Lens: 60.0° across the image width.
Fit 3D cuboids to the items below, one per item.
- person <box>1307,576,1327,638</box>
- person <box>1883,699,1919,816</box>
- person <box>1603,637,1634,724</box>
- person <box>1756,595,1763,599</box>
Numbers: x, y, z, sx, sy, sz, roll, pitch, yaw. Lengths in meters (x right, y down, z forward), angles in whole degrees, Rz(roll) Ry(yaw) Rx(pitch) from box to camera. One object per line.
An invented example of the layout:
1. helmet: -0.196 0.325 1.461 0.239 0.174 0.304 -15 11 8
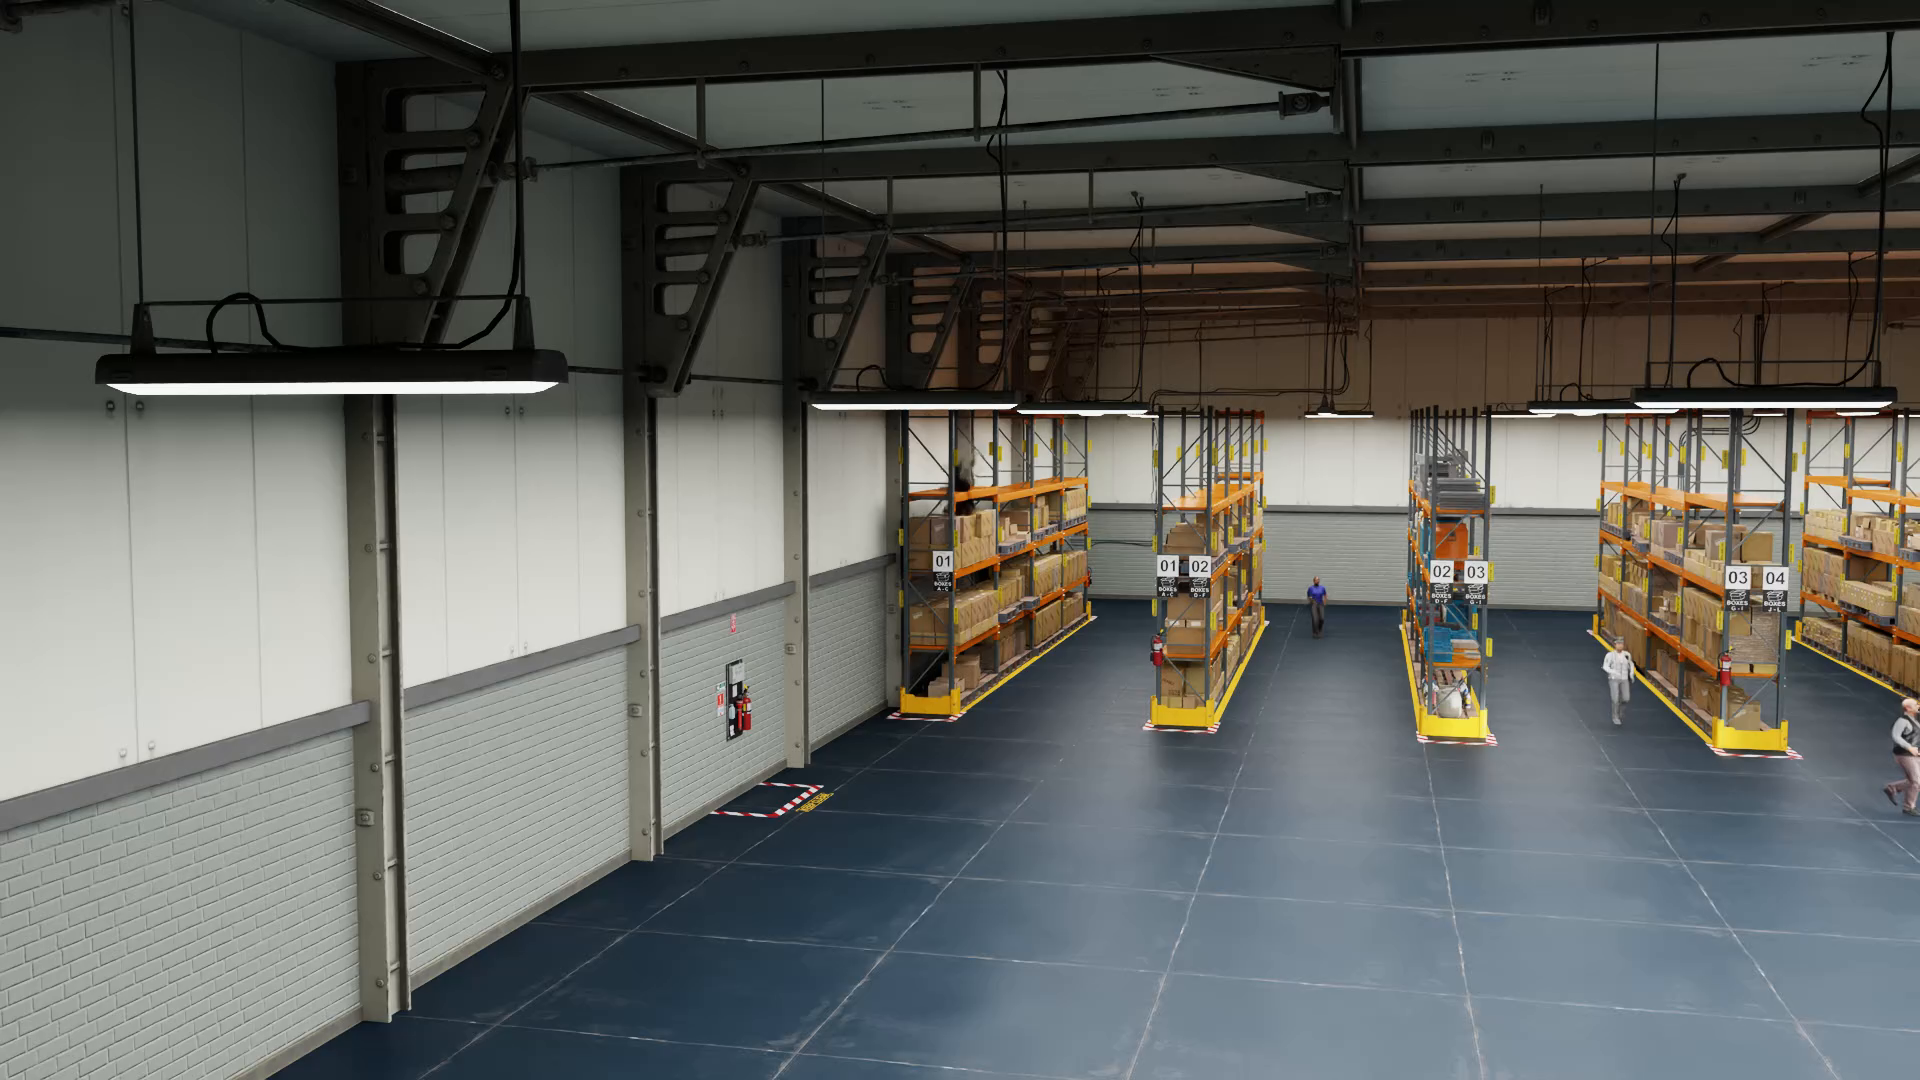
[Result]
1. person: 9.401 1.772 43.715 0.548 1.634 0.636 0 4 3
2. person: 13.753 3.180 24.228 0.670 1.621 0.604 -4 6 -42
3. person: 12.456 2.647 31.381 0.604 1.659 0.538 1 4 8
4. person: 20.126 1.880 41.416 0.649 1.793 0.817 2 4 23
